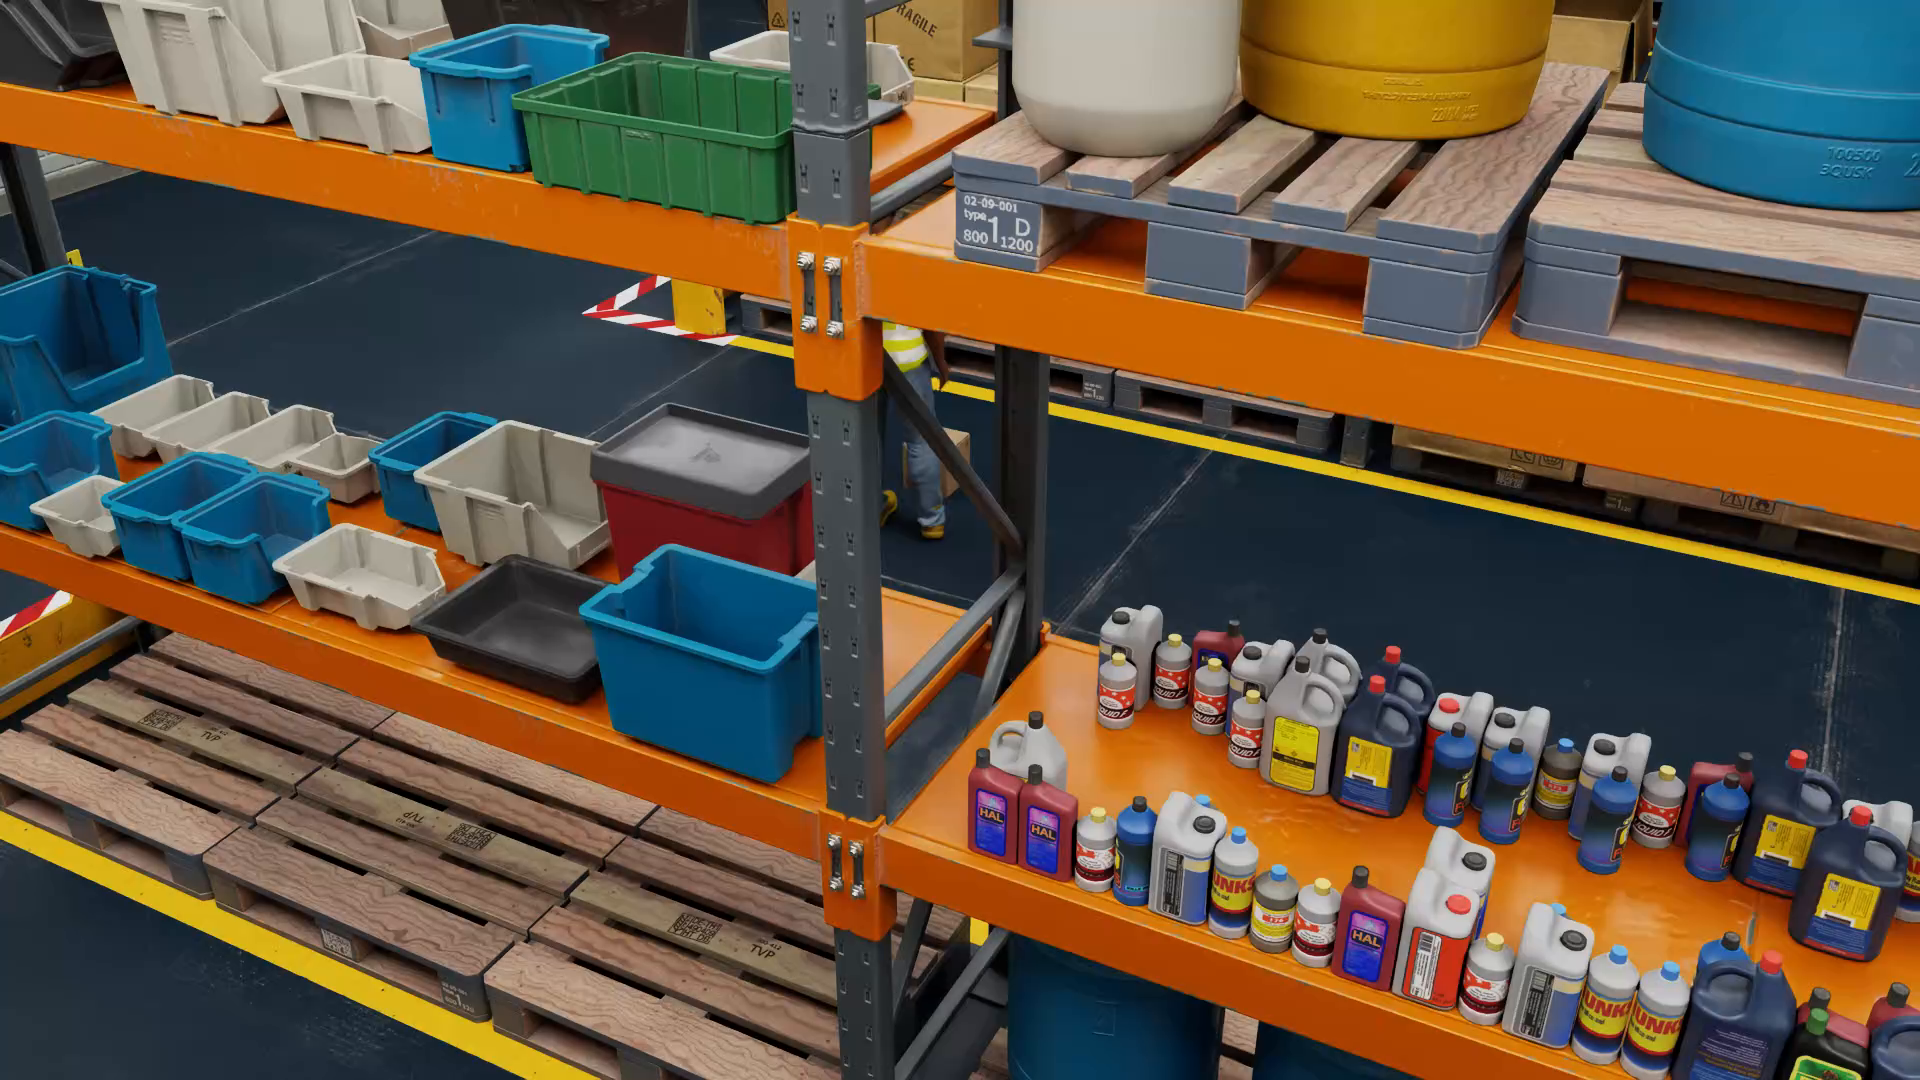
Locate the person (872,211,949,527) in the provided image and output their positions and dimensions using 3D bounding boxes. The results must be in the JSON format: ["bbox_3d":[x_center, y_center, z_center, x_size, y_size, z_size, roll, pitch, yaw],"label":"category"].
[{"bbox_3d":[-0.354,-0.851,7.529,0.592,1.703,0.337,8,31,14],"label":"person"}]
